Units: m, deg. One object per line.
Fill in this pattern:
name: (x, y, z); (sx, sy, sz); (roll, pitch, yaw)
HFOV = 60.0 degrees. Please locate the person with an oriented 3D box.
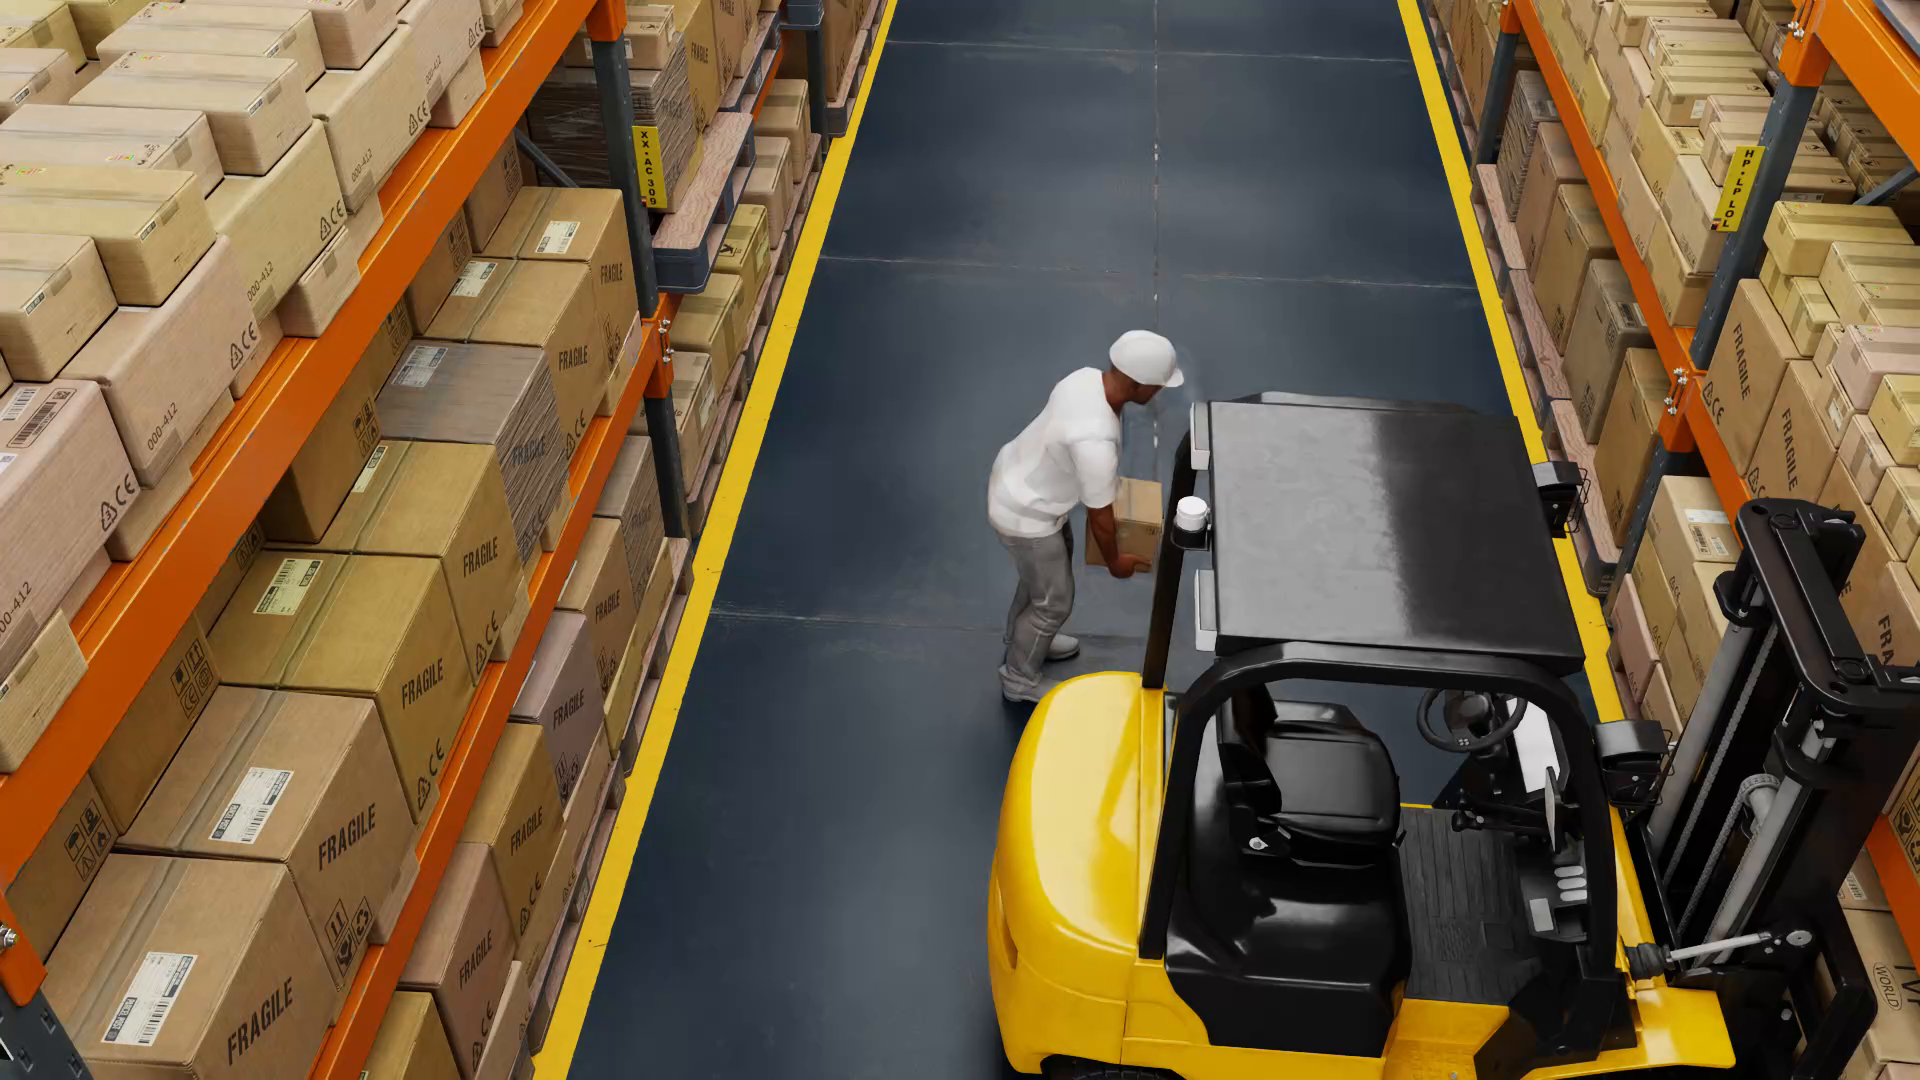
person: (0.452, -0.095, 6.335); (0.690, 1.656, 0.483); (3, 40, 3)
